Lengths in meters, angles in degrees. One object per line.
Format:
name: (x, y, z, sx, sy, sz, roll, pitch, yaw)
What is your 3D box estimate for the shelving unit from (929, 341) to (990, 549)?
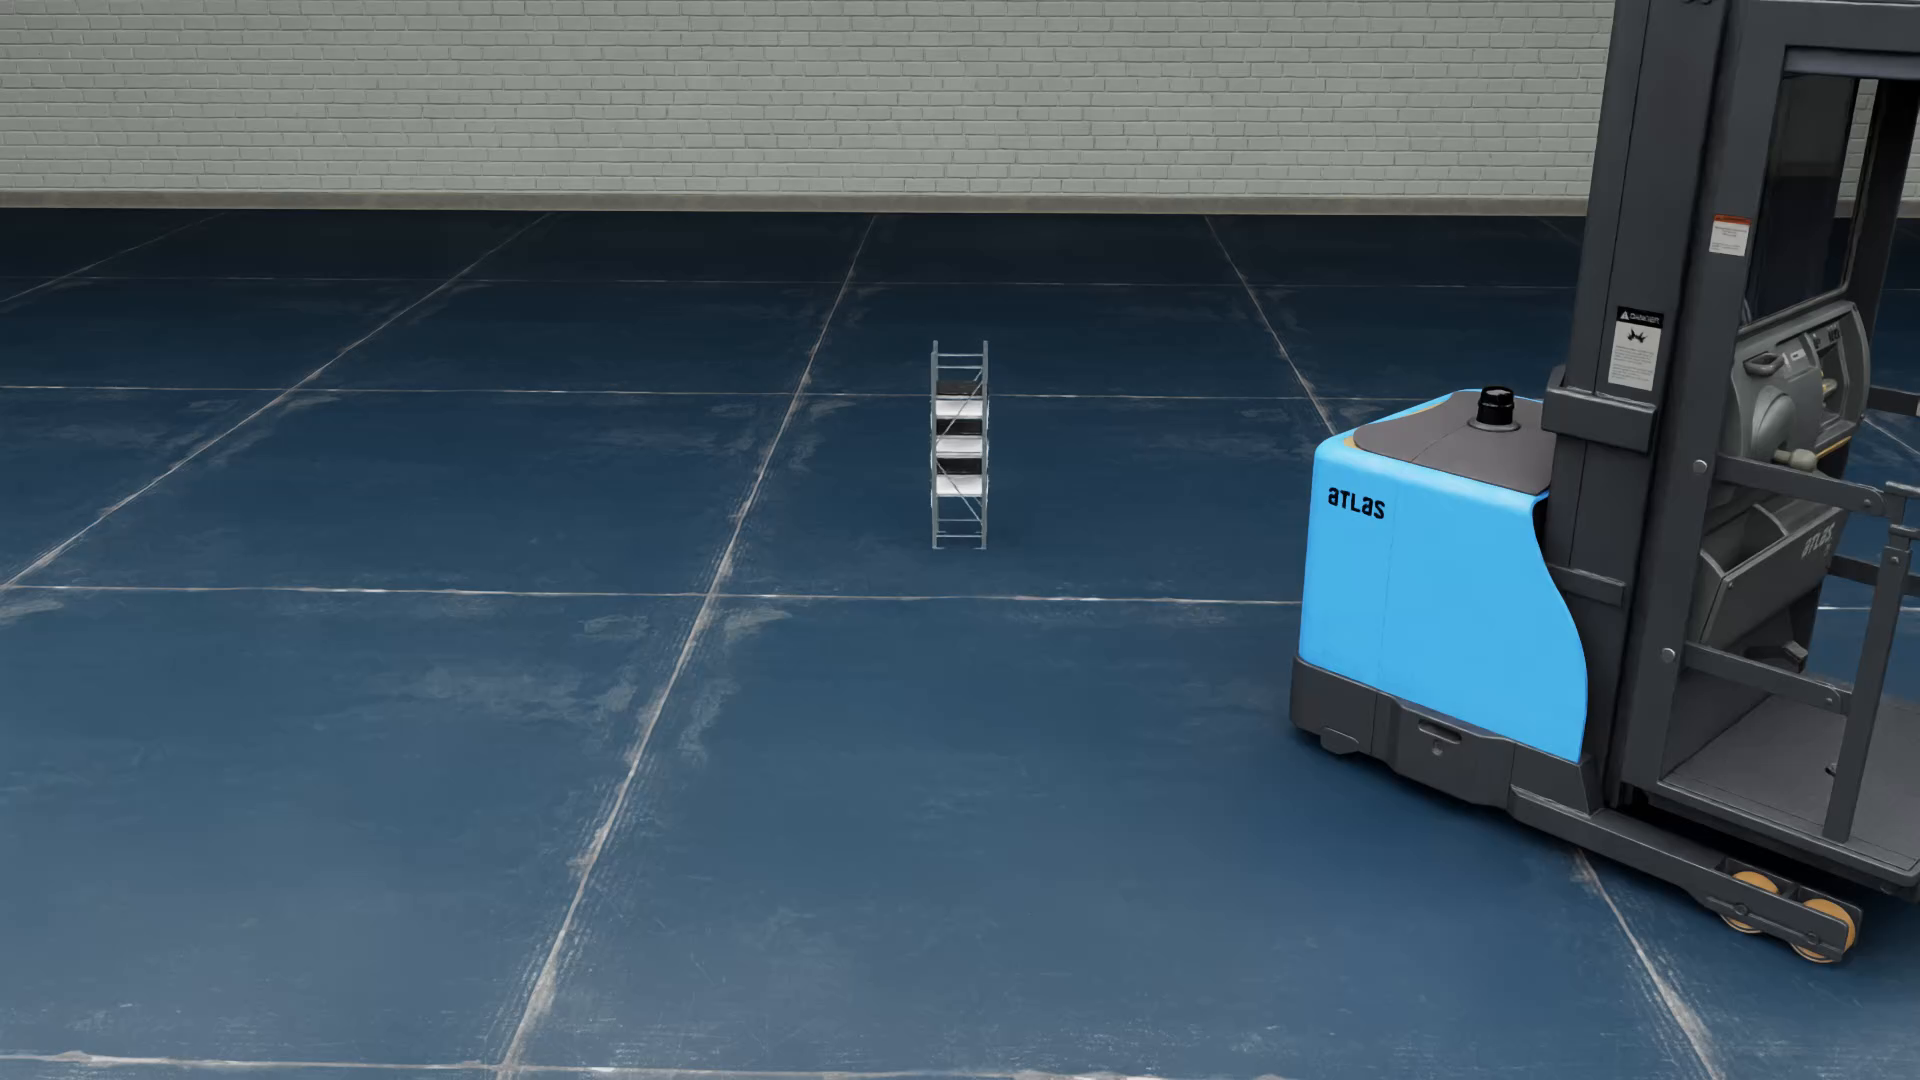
shelving unit: (0.000, -0.417, 7.359, 0.258, 0.900, 0.210, 1, 21, 2)

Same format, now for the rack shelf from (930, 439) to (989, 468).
rack shelf: (0.000, -0.386, 7.371, 0.258, 0.077, 0.200, 1, 21, 2)

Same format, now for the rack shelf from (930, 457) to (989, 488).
rack shelf: (0.000, -0.302, 7.403, 0.258, 0.077, 0.200, 1, 21, 2)

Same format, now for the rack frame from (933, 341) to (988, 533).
rack frame: (0.003, -0.453, 7.453, 0.240, 0.900, 0.006, 1, 21, 2)

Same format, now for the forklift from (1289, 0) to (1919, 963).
forklift: (2.521, -0.422, 4.564, 1.130, 2.935, 3.031, -19, 28, -40)

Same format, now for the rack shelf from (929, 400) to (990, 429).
rack shelf: (0.000, -0.553, 7.306, 0.258, 0.077, 0.200, 1, 21, 2)

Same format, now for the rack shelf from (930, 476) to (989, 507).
rack shelf: (0.000, -0.218, 7.436, 0.258, 0.077, 0.200, 1, 21, 2)

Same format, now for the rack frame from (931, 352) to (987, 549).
rack frame: (-0.003, -0.380, 7.264, 0.240, 0.900, 0.006, 1, 21, 2)

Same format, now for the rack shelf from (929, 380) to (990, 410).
rack shelf: (0.000, -0.637, 7.273, 0.258, 0.077, 0.200, 1, 21, 2)

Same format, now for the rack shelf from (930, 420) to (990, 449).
rack shelf: (0.000, -0.469, 7.338, 0.258, 0.077, 0.200, 1, 21, 2)
